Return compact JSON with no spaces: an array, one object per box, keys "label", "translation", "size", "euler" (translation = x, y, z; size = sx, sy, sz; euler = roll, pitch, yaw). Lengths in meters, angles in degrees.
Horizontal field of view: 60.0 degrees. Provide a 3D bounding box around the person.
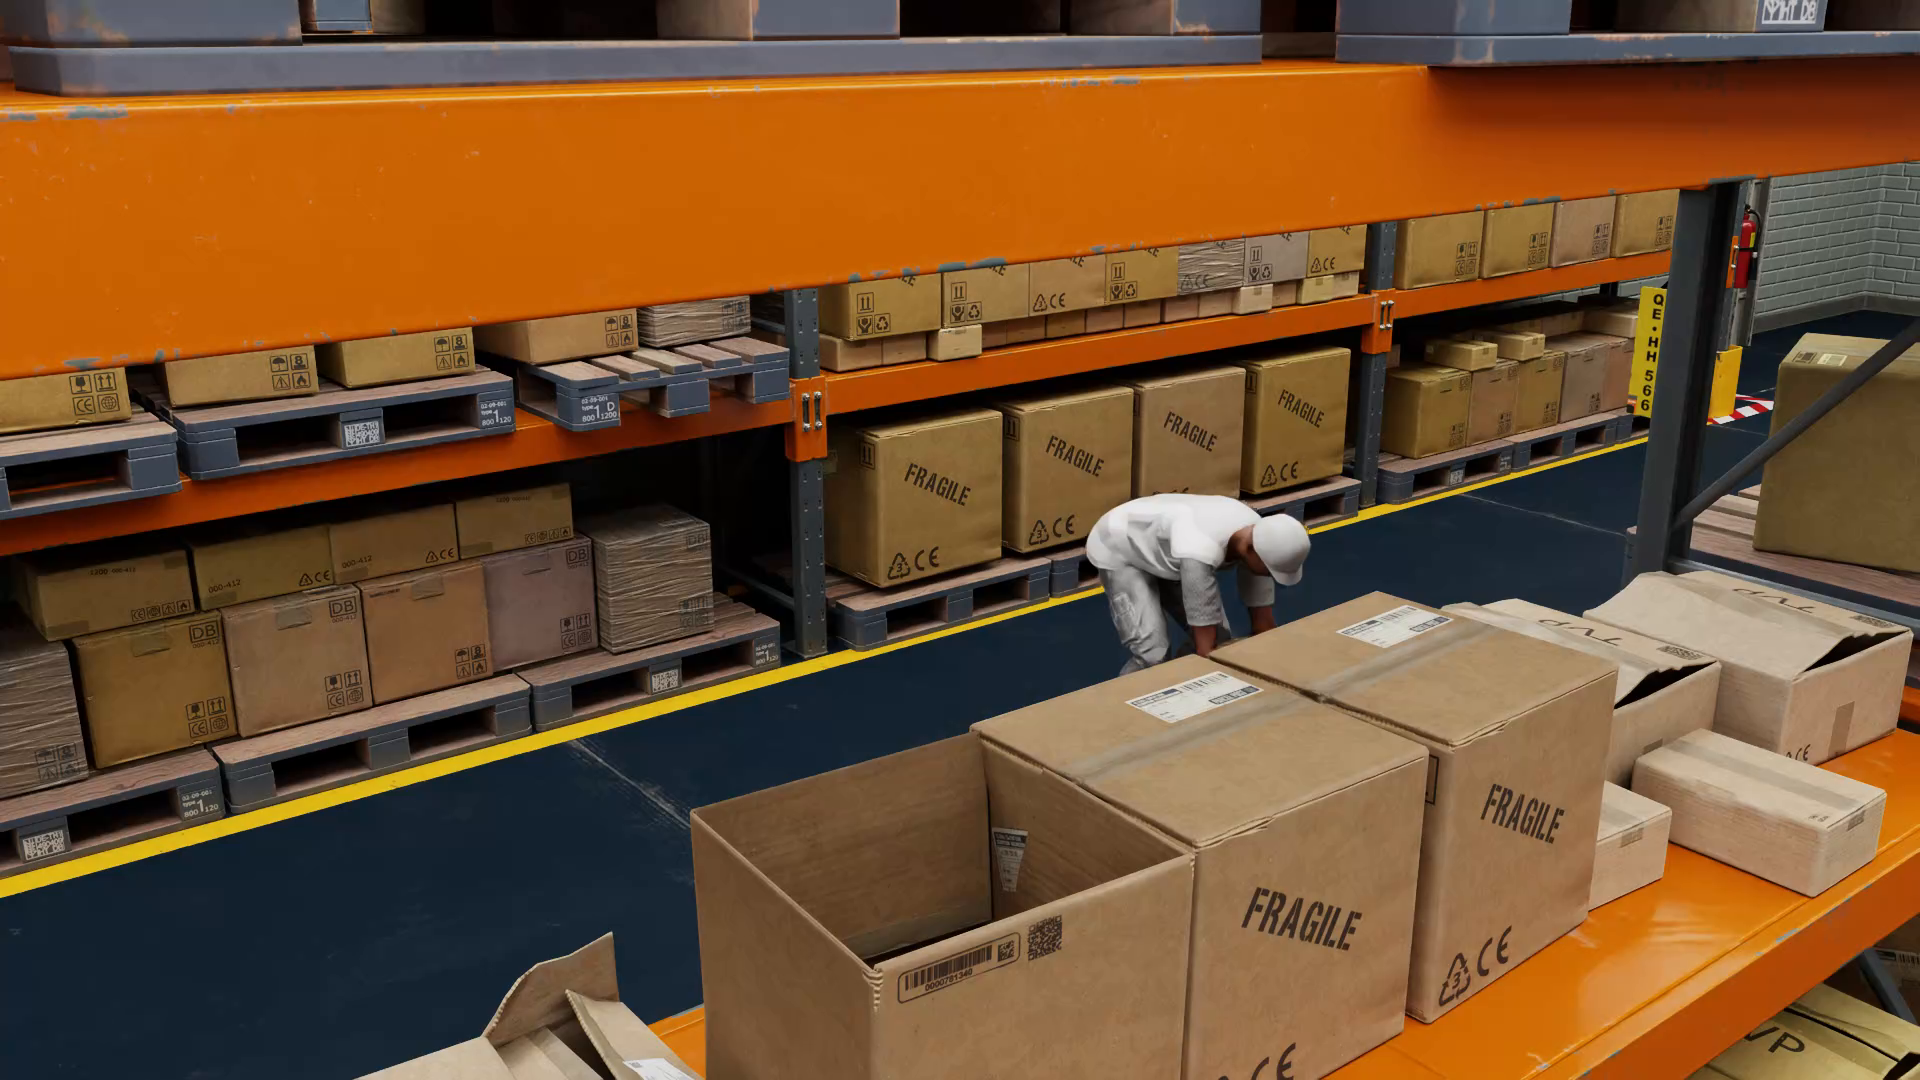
[{"label":"person","translation":[0.934,0.347,6.544],"size":[0.532,1.102,0.976],"euler":[-15,23,-39]}]
